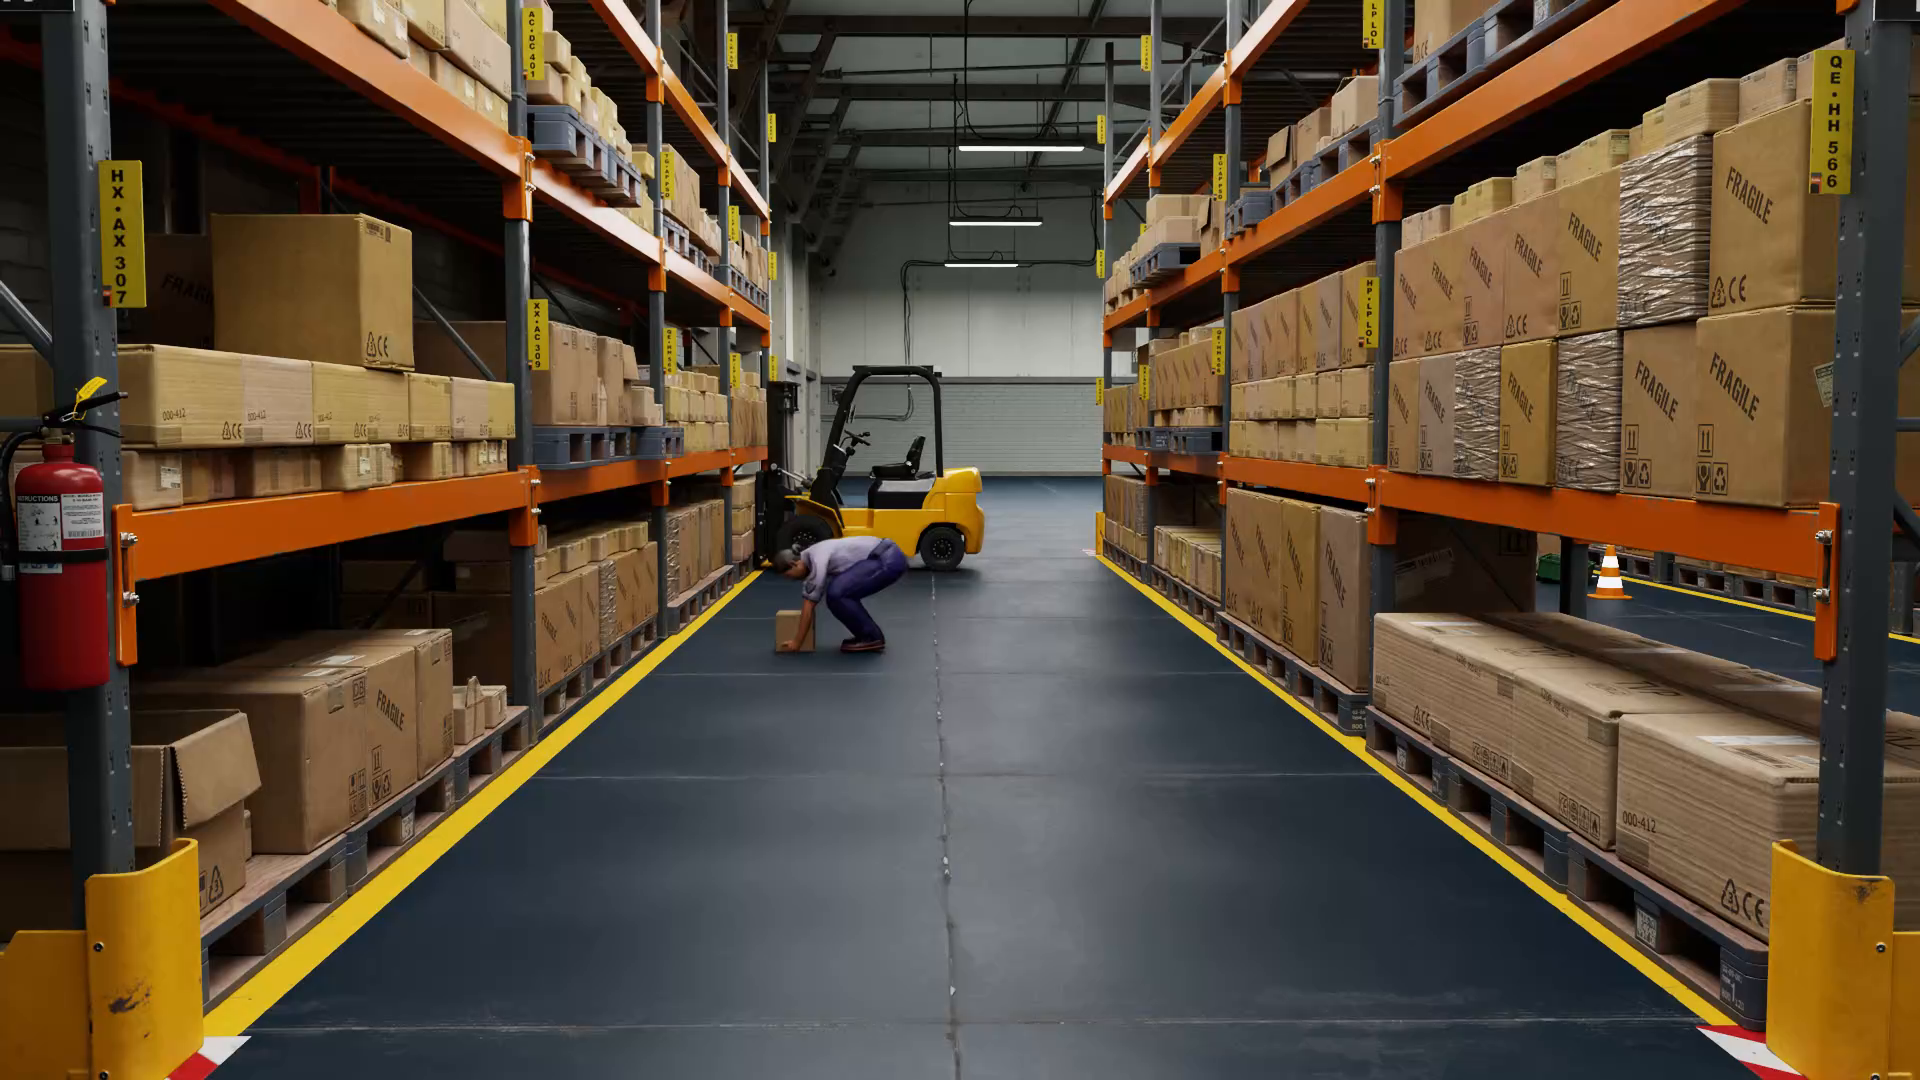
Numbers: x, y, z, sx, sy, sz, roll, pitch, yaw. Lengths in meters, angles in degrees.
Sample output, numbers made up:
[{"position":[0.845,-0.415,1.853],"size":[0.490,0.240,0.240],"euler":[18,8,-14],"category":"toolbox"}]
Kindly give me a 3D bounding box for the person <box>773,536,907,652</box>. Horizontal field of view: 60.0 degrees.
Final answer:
[{"position":[-0.811,0.367,11.290],"size":[0.905,0.784,0.521],"euler":[0,4,-3],"category":"person"}]
